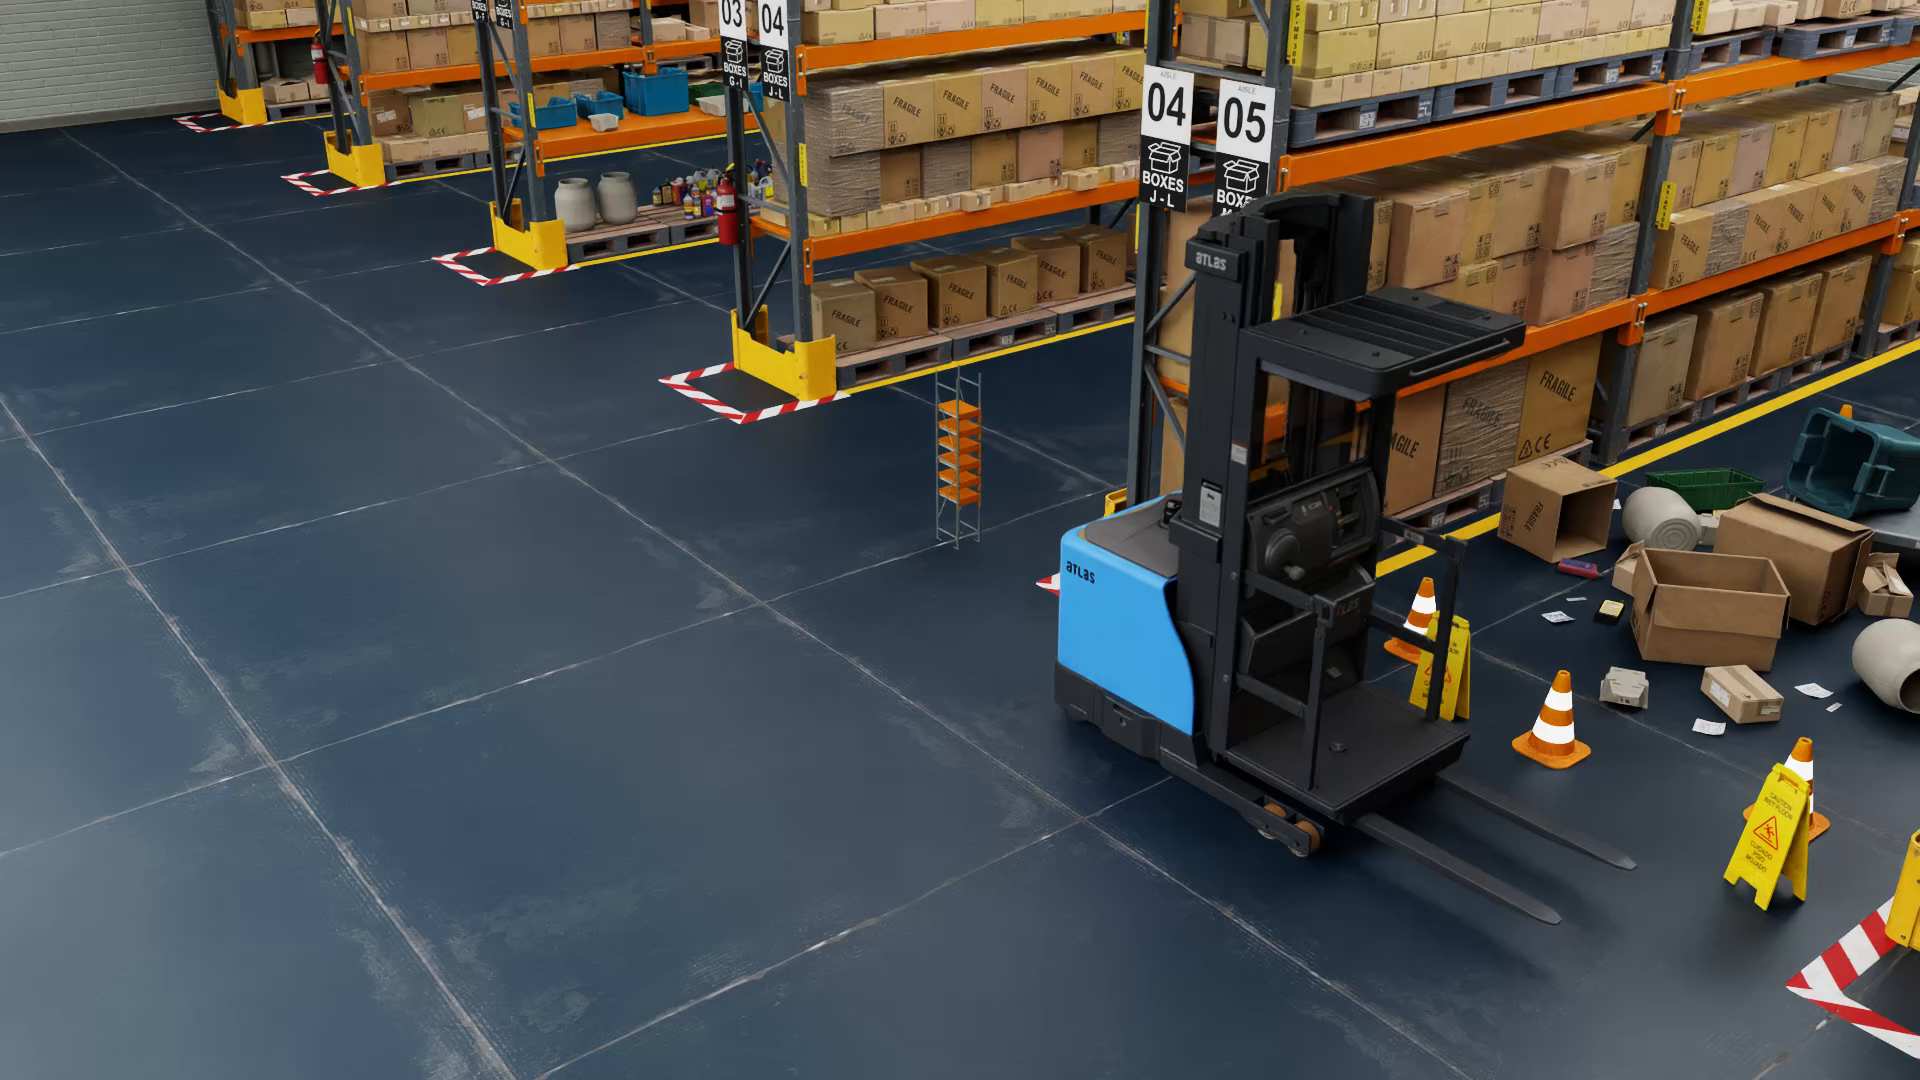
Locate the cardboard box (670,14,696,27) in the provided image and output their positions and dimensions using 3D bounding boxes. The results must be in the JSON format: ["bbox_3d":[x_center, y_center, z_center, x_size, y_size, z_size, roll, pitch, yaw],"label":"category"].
[{"bbox_3d":[-3.943,-7.262,23.494,0.258,0.266,0.396,-19,31,-35],"label":"cardboard box"}]

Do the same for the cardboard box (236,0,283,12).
[{"bbox_3d":[-10.168,-7.940,24.060,0.500,0.500,0.500,-18,31,-34],"label":"cardboard box"}]

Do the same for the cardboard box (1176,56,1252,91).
[{"bbox_3d":[1.474,-2.724,9.674,0.250,0.149,0.380,-18,31,-34],"label":"cardboard box"}]

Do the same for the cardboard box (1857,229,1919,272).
[{"bbox_3d":[8.409,-2.617,14.905,0.500,0.250,0.500,-20,31,-36],"label":"cardboard box"}]

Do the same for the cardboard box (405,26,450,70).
[{"bbox_3d":[-6.884,-6.295,21.132,0.500,0.500,0.700,-17,30,-33],"label":"cardboard box"}]

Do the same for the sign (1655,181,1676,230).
[{"bbox_3d":[4.913,-2.327,11.578,0.005,0.325,0.100,-18,31,-34],"label":"sign"}]

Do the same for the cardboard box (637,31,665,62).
[{"bbox_3d":[-5.445,-8.479,28.403,0.500,0.500,0.700,-18,31,-34],"label":"cardboard box"}]

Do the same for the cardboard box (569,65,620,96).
[{"bbox_3d":[-5.080,-6.301,23.139,0.500,0.500,0.500,-18,31,-34],"label":"cardboard box"}]

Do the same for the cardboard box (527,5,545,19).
[{"bbox_3d":[-5.604,-6.902,21.670,0.250,0.149,0.380,-17,30,-33],"label":"cardboard box"}]

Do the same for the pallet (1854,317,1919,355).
[{"bbox_3d":[8.333,-2.059,15.435,1.213,0.211,1.003,-18,31,-34],"label":"pallet"}]

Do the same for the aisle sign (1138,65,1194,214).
[{"bbox_3d":[1.181,-2.303,9.561,0.004,0.787,0.394,-18,31,-34],"label":"aisle sign"}]

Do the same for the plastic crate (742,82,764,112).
[{"bbox_3d":[-2.172,-4.947,18.523,0.616,0.251,0.499,-18,31,-34],"label":"plastic crate"}]

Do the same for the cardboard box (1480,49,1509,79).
[{"bbox_3d":[3.082,-2.902,10.058,0.250,0.149,0.380,-18,30,-34],"label":"cardboard box"}]

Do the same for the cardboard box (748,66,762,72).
[{"bbox_3d":[-3.183,-6.827,24.498,0.500,0.311,0.500,-19,31,-35],"label":"cardboard box"}]

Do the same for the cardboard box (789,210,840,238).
[{"bbox_3d":[-1.188,-2.593,13.573,0.250,0.149,0.380,-18,31,-34],"label":"cardboard box"}]

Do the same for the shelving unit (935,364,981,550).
[{"bbox_3d":[-0.011,-0.540,10.989,0.189,1.200,0.258,-18,31,-34],"label":"shelving unit"}]

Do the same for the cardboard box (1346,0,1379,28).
[{"bbox_3d":[2.078,-2.933,9.177,0.250,0.149,0.380,-18,30,-34],"label":"cardboard box"}]

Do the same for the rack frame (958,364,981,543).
[{"bbox_3d":[0.061,-0.564,11.041,0.006,1.200,0.240,-18,31,-34],"label":"rack frame"}]

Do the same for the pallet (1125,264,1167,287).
[{"bbox_3d":[2.200,-2.689,16.793,1.213,0.211,1.003,-18,31,-34],"label":"pallet"}]

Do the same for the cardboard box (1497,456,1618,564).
[{"bbox_3d":[3.981,-0.206,11.097,0.500,0.500,0.500,-13,28,-25],"label":"cardboard box"}]

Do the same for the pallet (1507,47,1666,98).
[{"bbox_3d":[3.919,-3.193,11.109,1.213,0.211,1.003,-18,31,-34],"label":"pallet"}]

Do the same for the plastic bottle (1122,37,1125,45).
[{"bbox_3d":[2.126,-6.430,21.690,0.135,0.276,0.152,-18,31,-34],"label":"plastic bottle"}]

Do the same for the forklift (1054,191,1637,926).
[{"bbox_3d":[1.847,-0.050,7.876,1.130,2.935,3.031,-19,31,-36],"label":"forklift"}]

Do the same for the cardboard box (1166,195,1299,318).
[{"bbox_3d":[1.737,-1.684,9.855,0.550,0.550,0.875,-18,31,-34],"label":"cardboard box"}]

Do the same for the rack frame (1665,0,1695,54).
[{"bbox_3d":[4.569,-4.803,10.910,0.127,3.000,1.000,-18,31,-34],"label":"rack frame"}]

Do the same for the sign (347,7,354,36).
[{"bbox_3d":[-7.332,-6.238,20.005,0.005,0.325,0.100,-18,31,-34],"label":"sign"}]

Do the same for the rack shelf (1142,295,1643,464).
[{"bbox_3d":[2.995,-1.236,11.205,4.000,0.370,1.077,-18,31,-34],"label":"rack shelf"}]

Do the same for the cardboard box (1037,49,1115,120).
[{"bbox_3d":[1.011,-4.047,14.746,0.500,0.500,0.500,-18,31,-34],"label":"cardboard box"}]

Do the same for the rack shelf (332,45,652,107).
[{"bbox_3d":[-6.096,-6.188,21.875,4.000,0.370,1.077,-18,31,-34],"label":"rack shelf"}]

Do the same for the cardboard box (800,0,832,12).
[{"bbox_3d":[-1.200,-4.181,12.836,0.250,0.149,0.380,-19,31,-34],"label":"cardboard box"}]

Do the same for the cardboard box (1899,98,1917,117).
[{"bbox_3d":[8.626,-4.010,15.421,0.250,0.149,0.380,-18,31,-34],"label":"cardboard box"}]

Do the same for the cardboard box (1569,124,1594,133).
[{"bbox_3d":[6.689,-4.651,19.733,0.875,0.875,1.225,-20,31,-36],"label":"cardboard box"}]

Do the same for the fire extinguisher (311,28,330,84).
[{"bbox_3d":[-8.049,-6.083,20.886,0.183,0.674,0.296,-18,31,-34],"label":"fire extinguisher"}]

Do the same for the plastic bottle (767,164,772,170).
[{"bbox_3d":[-2.227,-4.325,19.720,0.135,0.276,0.152,-17,30,-32],"label":"plastic bottle"}]

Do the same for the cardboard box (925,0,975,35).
[{"bbox_3d":[-0.227,-4.308,13.584,0.500,0.250,0.500,-18,31,-34],"label":"cardboard box"}]

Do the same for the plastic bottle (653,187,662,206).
[{"bbox_3d":[-3.441,-3.905,18.903,0.097,0.201,0.097,0,25,0],"label":"plastic bottle"}]

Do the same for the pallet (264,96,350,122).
[{"bbox_3d":[-10.008,-6.589,25.197,1.213,0.211,1.003,-18,31,-34],"label":"pallet"}]

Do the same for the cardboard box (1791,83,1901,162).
[{"bbox_3d":[7.357,-3.507,13.936,0.500,0.500,0.700,-18,31,-34],"label":"cardboard box"}]

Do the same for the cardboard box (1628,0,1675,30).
[{"bbox_3d":[4.340,-3.532,10.942,0.500,0.250,0.500,-19,31,-35],"label":"cardboard box"}]

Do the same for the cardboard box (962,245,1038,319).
[{"bbox_3d":[0.362,-2.379,15.282,0.500,0.500,0.500,-22,33,-38],"label":"cardboard box"}]

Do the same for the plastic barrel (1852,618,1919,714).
[{"bbox_3d":[5.247,0.701,9.236,0.421,0.421,0.512,1,25,2],"label":"plastic barrel"}]

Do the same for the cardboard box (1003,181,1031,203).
[{"bbox_3d":[0.411,-3.099,14.663,0.250,0.149,0.380,-18,31,-34],"label":"cardboard box"}]

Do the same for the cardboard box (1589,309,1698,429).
[{"bbox_3d":[5.002,-1.443,12.969,0.750,0.750,1.050,-18,31,-34],"label":"cardboard box"}]

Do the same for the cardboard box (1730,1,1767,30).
[{"bbox_3d":[5.538,-3.752,11.888,0.380,0.149,0.250,-18,31,-34],"label":"cardboard box"}]

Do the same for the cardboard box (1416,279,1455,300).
[{"bbox_3d":[2.623,-1.476,10.689,0.550,0.550,0.875,-18,31,-34],"label":"cardboard box"}]

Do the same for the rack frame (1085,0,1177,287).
[{"bbox_3d":[1.588,-3.751,15.770,0.127,3.000,1.000,-18,31,-34],"label":"rack frame"}]

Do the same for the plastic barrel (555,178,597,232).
[{"bbox_3d":[-4.145,-3.611,17.924,0.421,0.512,0.421,0,25,0],"label":"plastic barrel"}]

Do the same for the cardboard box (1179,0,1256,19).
[{"bbox_3d":[1.477,-3.087,9.509,0.250,0.149,0.380,-18,30,-34],"label":"cardboard box"}]

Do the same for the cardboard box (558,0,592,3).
[{"bbox_3d":[-5.264,-7.419,22.012,0.500,0.500,0.700,-18,31,-34],"label":"cardboard box"}]

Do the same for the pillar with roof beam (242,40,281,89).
[{"bbox_3d":[-8.056,-9.398,20.811,0.400,9.000,9.100,-18,31,-34],"label":"pillar with roof beam"}]

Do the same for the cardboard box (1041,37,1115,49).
[{"bbox_3d":[1.077,-4.352,15.405,0.500,0.500,0.500,-18,31,-34],"label":"cardboard box"}]

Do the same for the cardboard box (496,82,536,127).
[{"bbox_3d":[-5.928,-5.733,21.915,0.500,0.500,0.500,-18,31,-34],"label":"cardboard box"}]

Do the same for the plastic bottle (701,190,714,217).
[{"bbox_3d":[-2.807,-3.741,18.451,0.133,0.283,0.061,-18,30,-33],"label":"plastic bottle"}]
